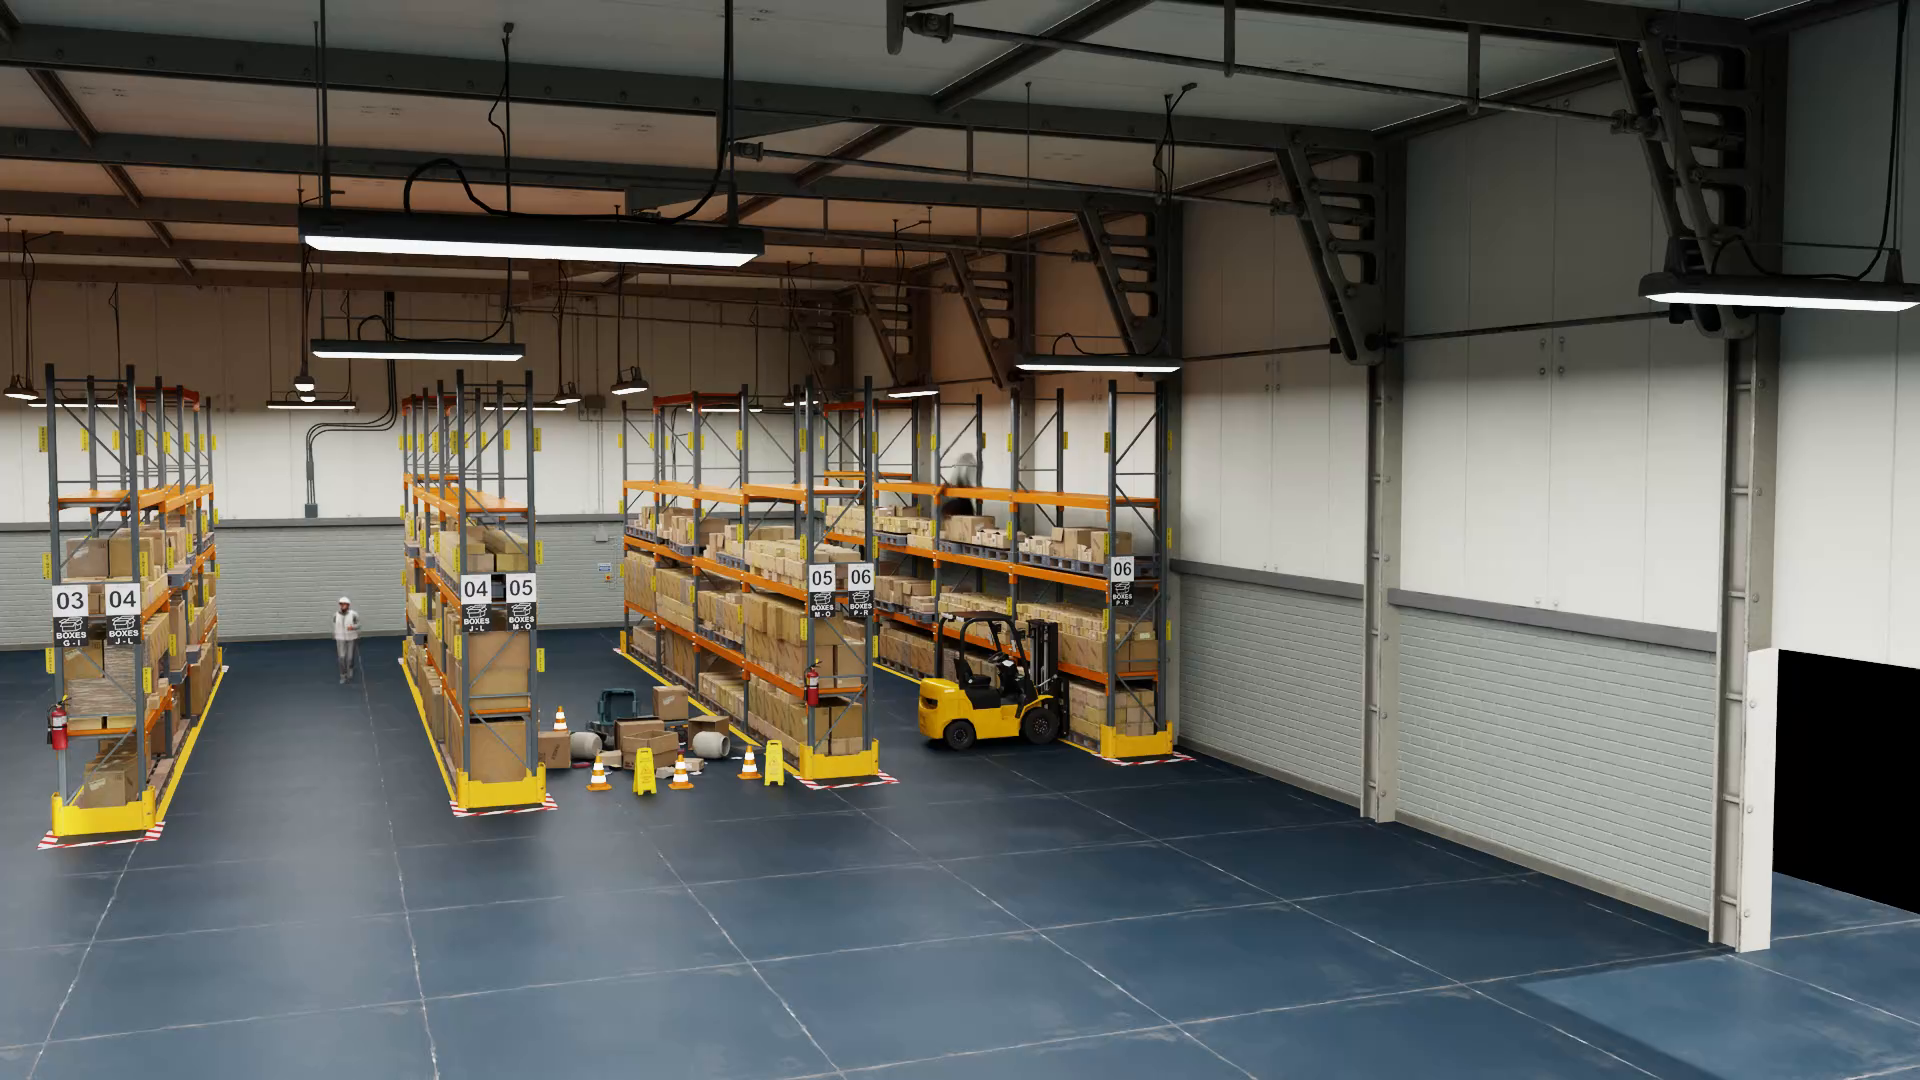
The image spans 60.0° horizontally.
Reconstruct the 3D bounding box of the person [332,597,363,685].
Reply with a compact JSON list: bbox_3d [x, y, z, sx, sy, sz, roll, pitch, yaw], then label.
[{"bbox_3d":[-12.814,2.084,34.789,0.647,1.788,0.892,-1,3,-11],"label":"person"}]
